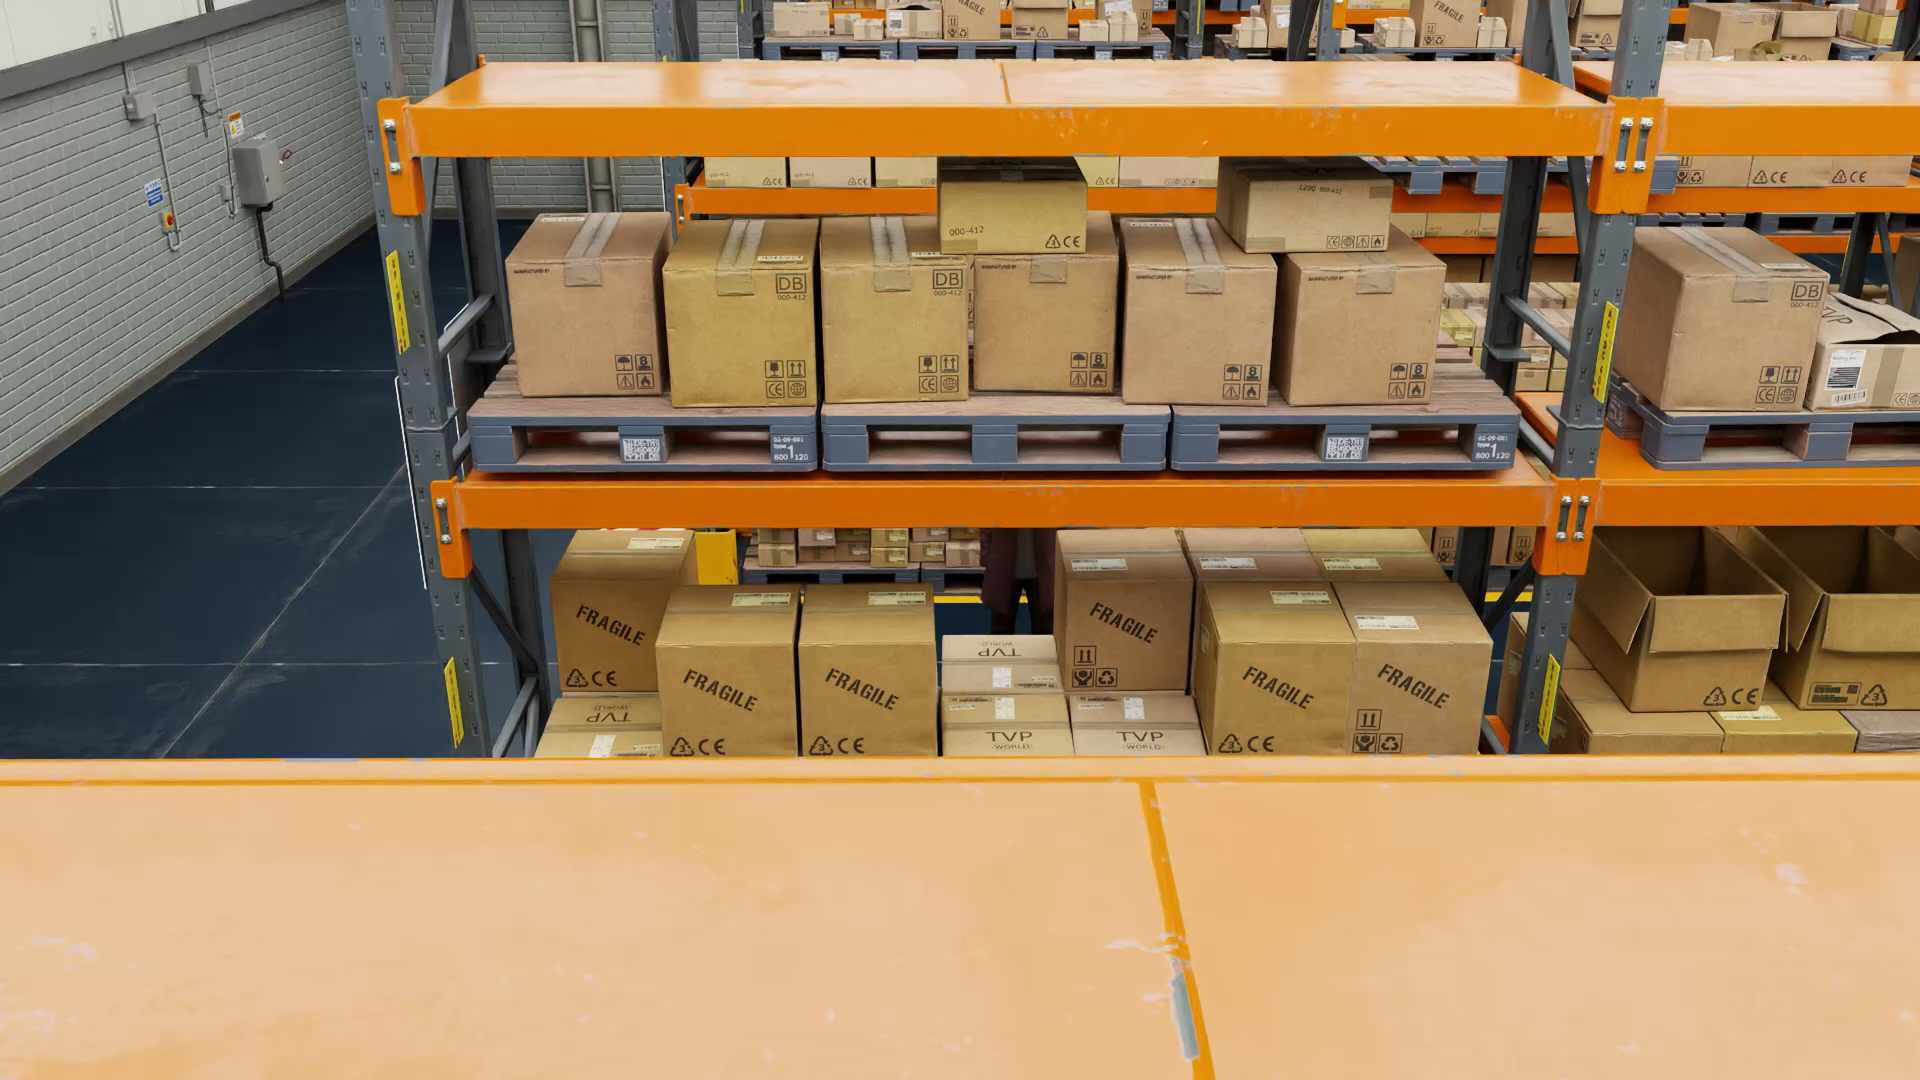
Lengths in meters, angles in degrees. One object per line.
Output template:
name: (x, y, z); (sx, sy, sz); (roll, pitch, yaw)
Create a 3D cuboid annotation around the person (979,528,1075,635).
person: (0.394, 0.173, 9.751); (0.568, 1.795, 0.440); (1, 24, 1)
